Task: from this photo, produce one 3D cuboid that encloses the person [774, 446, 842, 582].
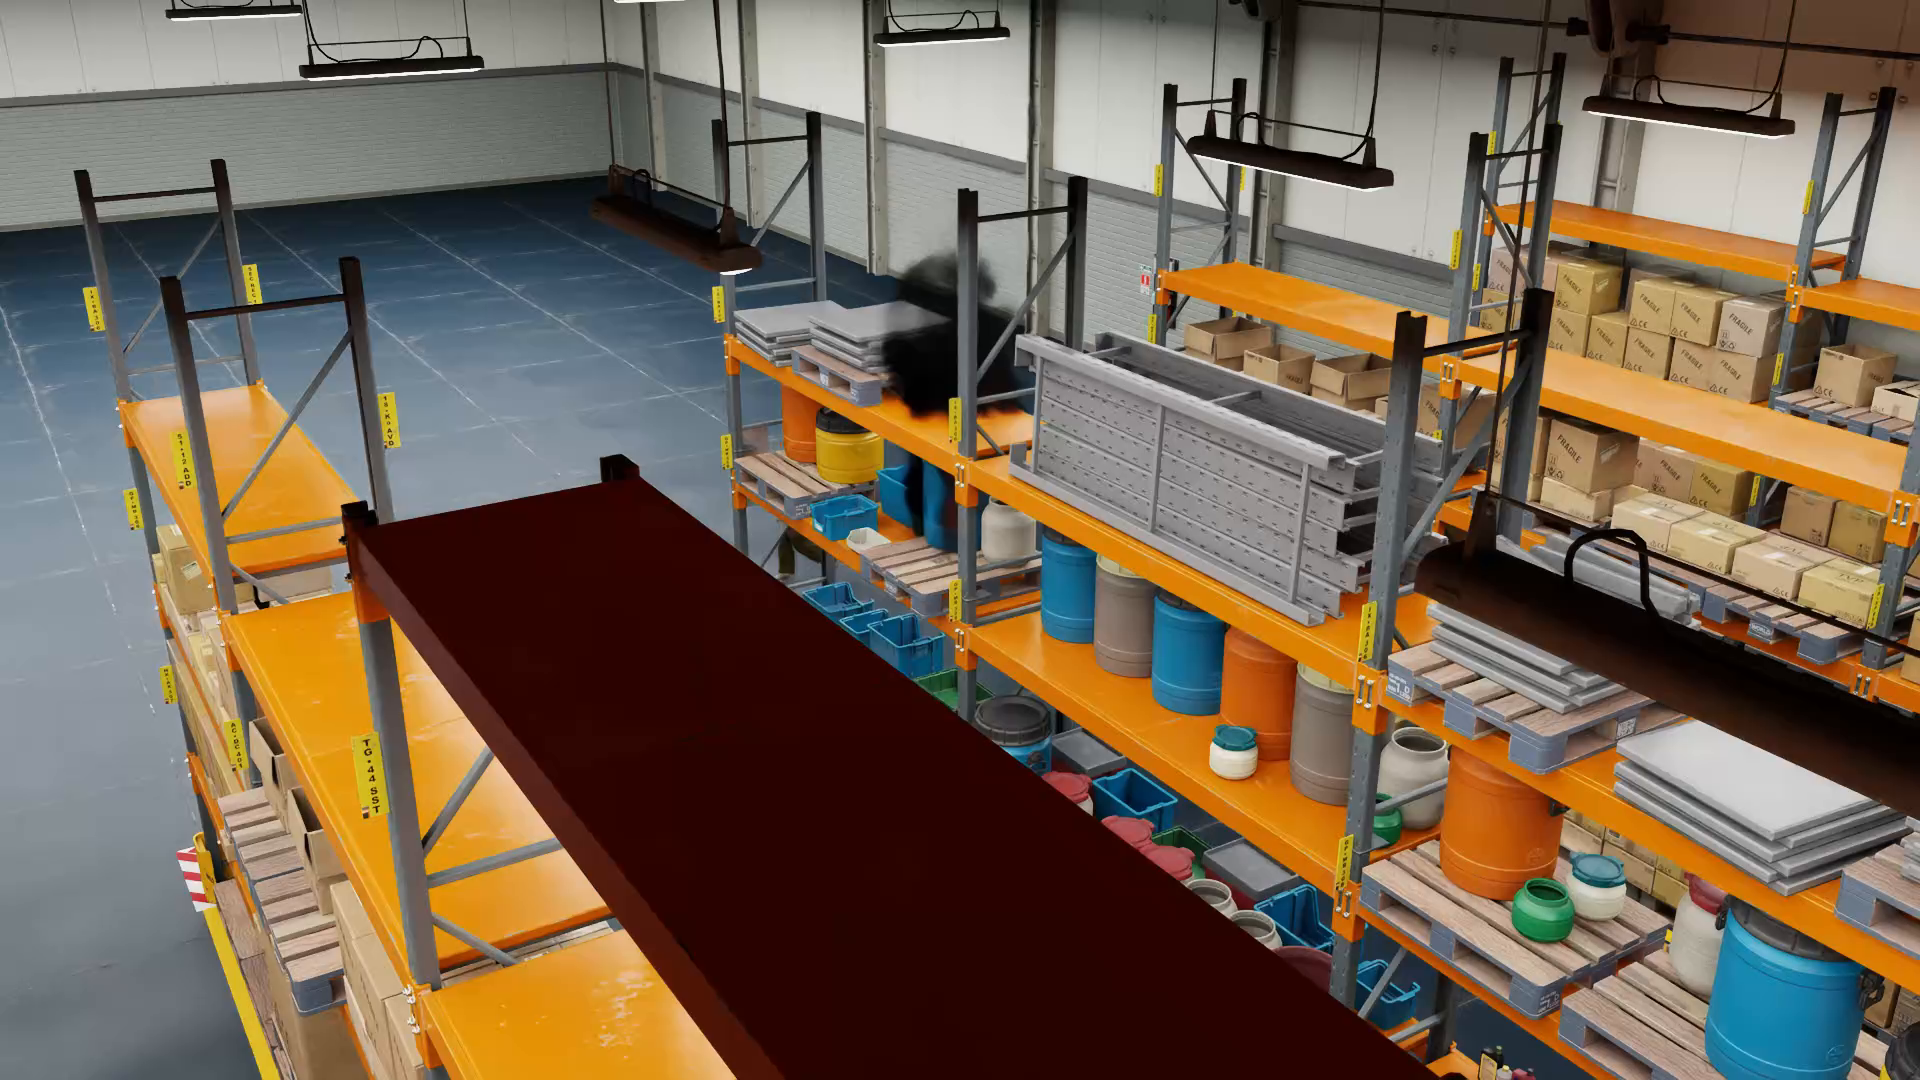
[{"bbox_3d":[-1.873,-0.294,19.740,0.923,1.811,0.706,0,22,1],"label":"person"}]
